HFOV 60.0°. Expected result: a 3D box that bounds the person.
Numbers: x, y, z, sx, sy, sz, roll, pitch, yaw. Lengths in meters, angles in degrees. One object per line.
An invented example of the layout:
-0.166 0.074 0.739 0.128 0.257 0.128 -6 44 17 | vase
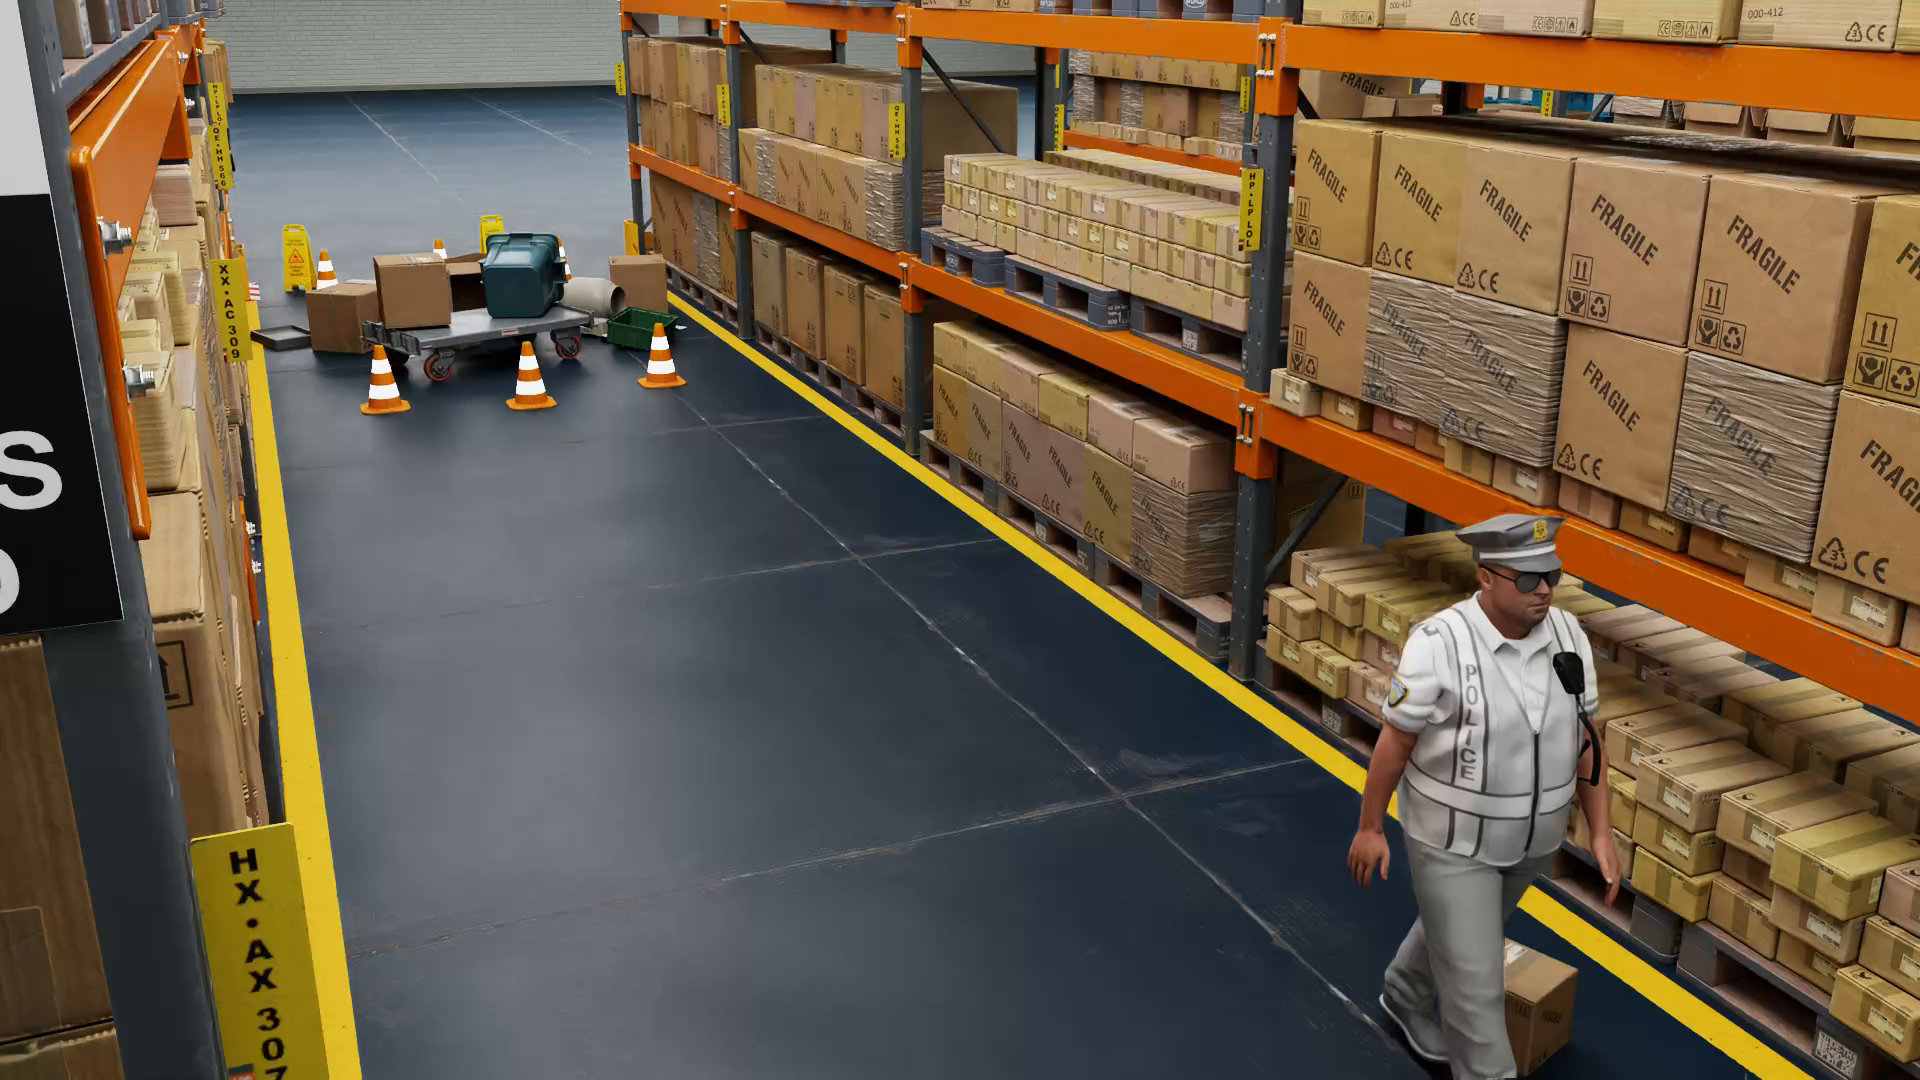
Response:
1.383 0.757 4.268 0.602 1.725 0.993 -7 20 -19 | person
